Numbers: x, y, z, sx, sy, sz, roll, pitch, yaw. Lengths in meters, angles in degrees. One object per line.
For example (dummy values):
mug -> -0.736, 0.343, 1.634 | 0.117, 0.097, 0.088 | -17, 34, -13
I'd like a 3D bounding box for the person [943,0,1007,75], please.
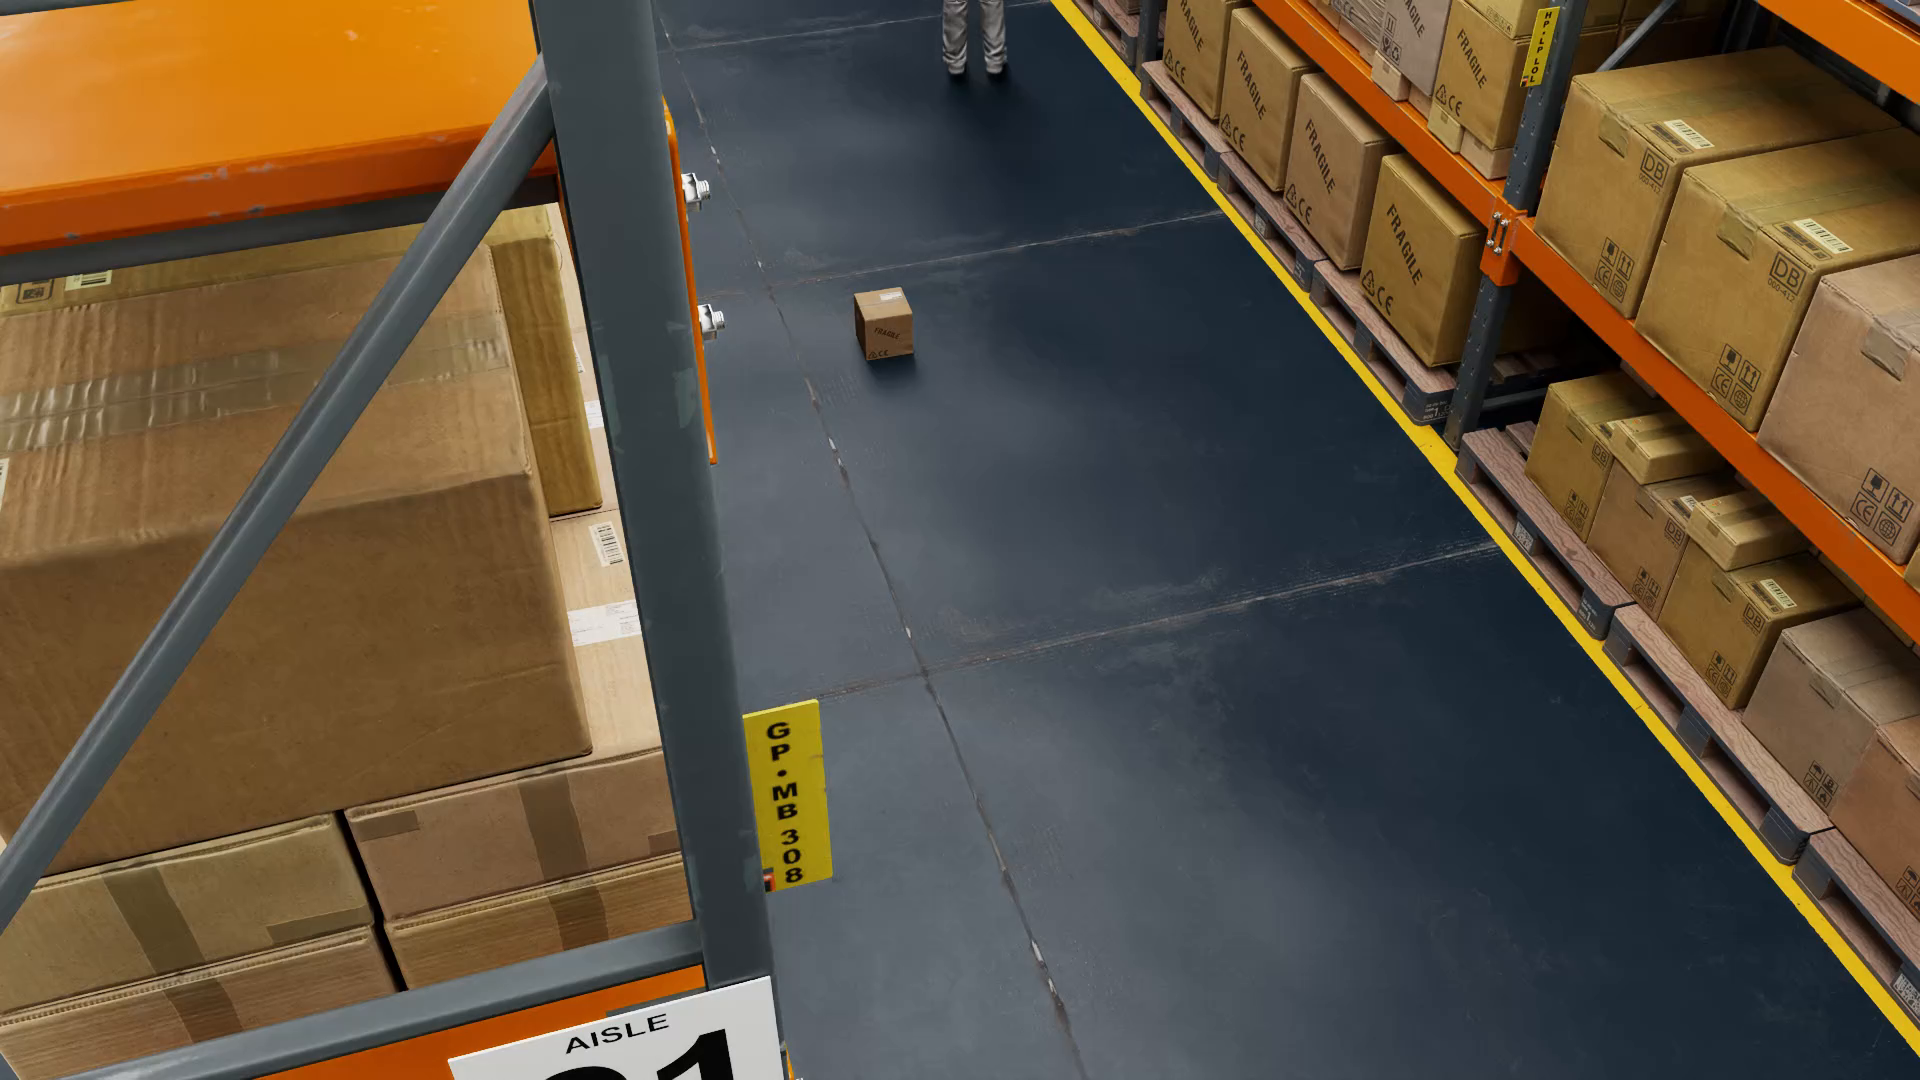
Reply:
person -> 0.074, -3.754, 10.289 | 0.571, 1.792, 0.429 | 1, 42, 1
